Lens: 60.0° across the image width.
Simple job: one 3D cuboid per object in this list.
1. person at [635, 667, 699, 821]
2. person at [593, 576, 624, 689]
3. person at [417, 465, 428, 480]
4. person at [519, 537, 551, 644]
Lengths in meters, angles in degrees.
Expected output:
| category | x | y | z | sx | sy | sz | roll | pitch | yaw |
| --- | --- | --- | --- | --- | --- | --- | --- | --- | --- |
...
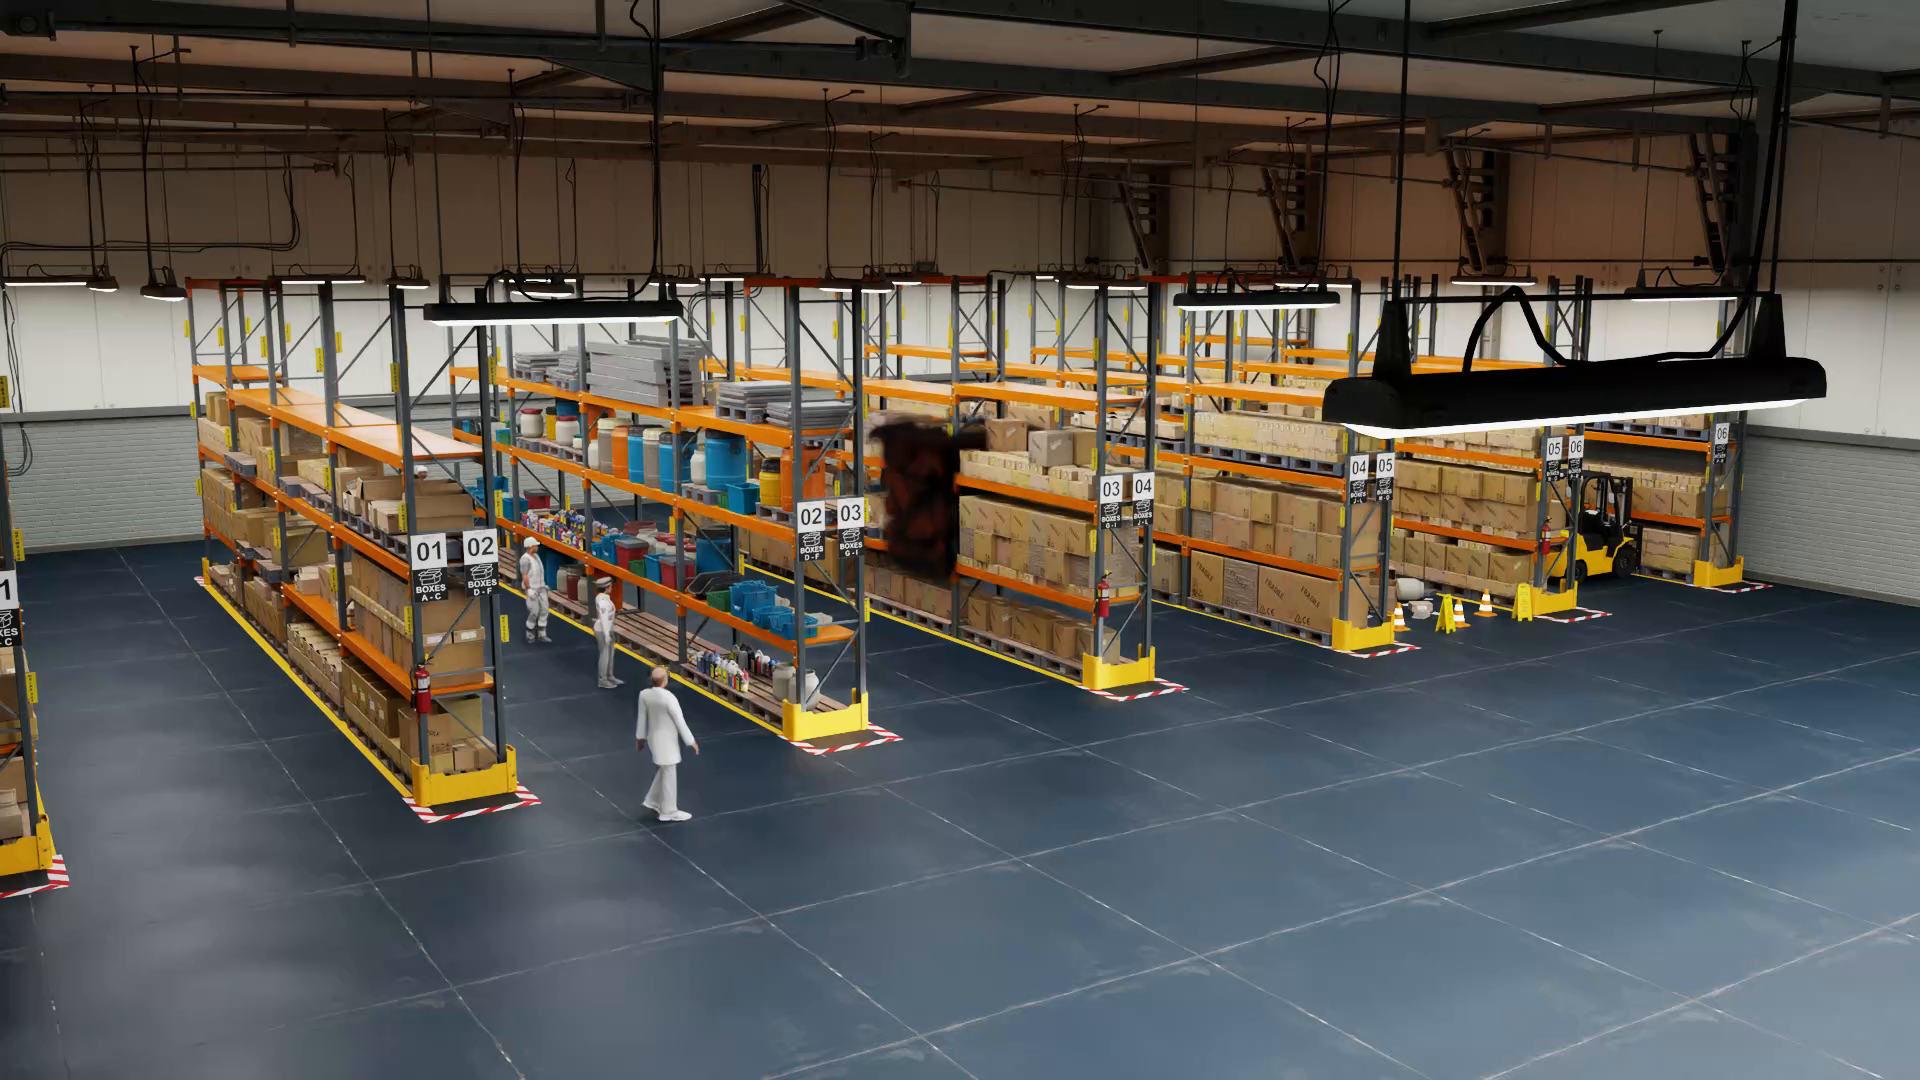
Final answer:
| category | x | y | z | sx | sy | sz | roll | pitch | yaw |
| --- | --- | --- | --- | --- | --- | --- | --- | --- | --- |
| person | -3.328 | 2.310 | 18.956 | 0.573 | 1.785 | 0.635 | -6 | 11 | -31 |
| person | -5.279 | 1.379 | 24.830 | 0.366 | 1.690 | 0.533 | 1 | 10 | 3 |
| person | -12.284 | -0.840 | 37.851 | 0.982 | 1.720 | 0.672 | -2 | 10 | -12 |
| person | -7.074 | 0.856 | 27.843 | 0.520 | 1.838 | 0.587 | 5 | 11 | 27 |
